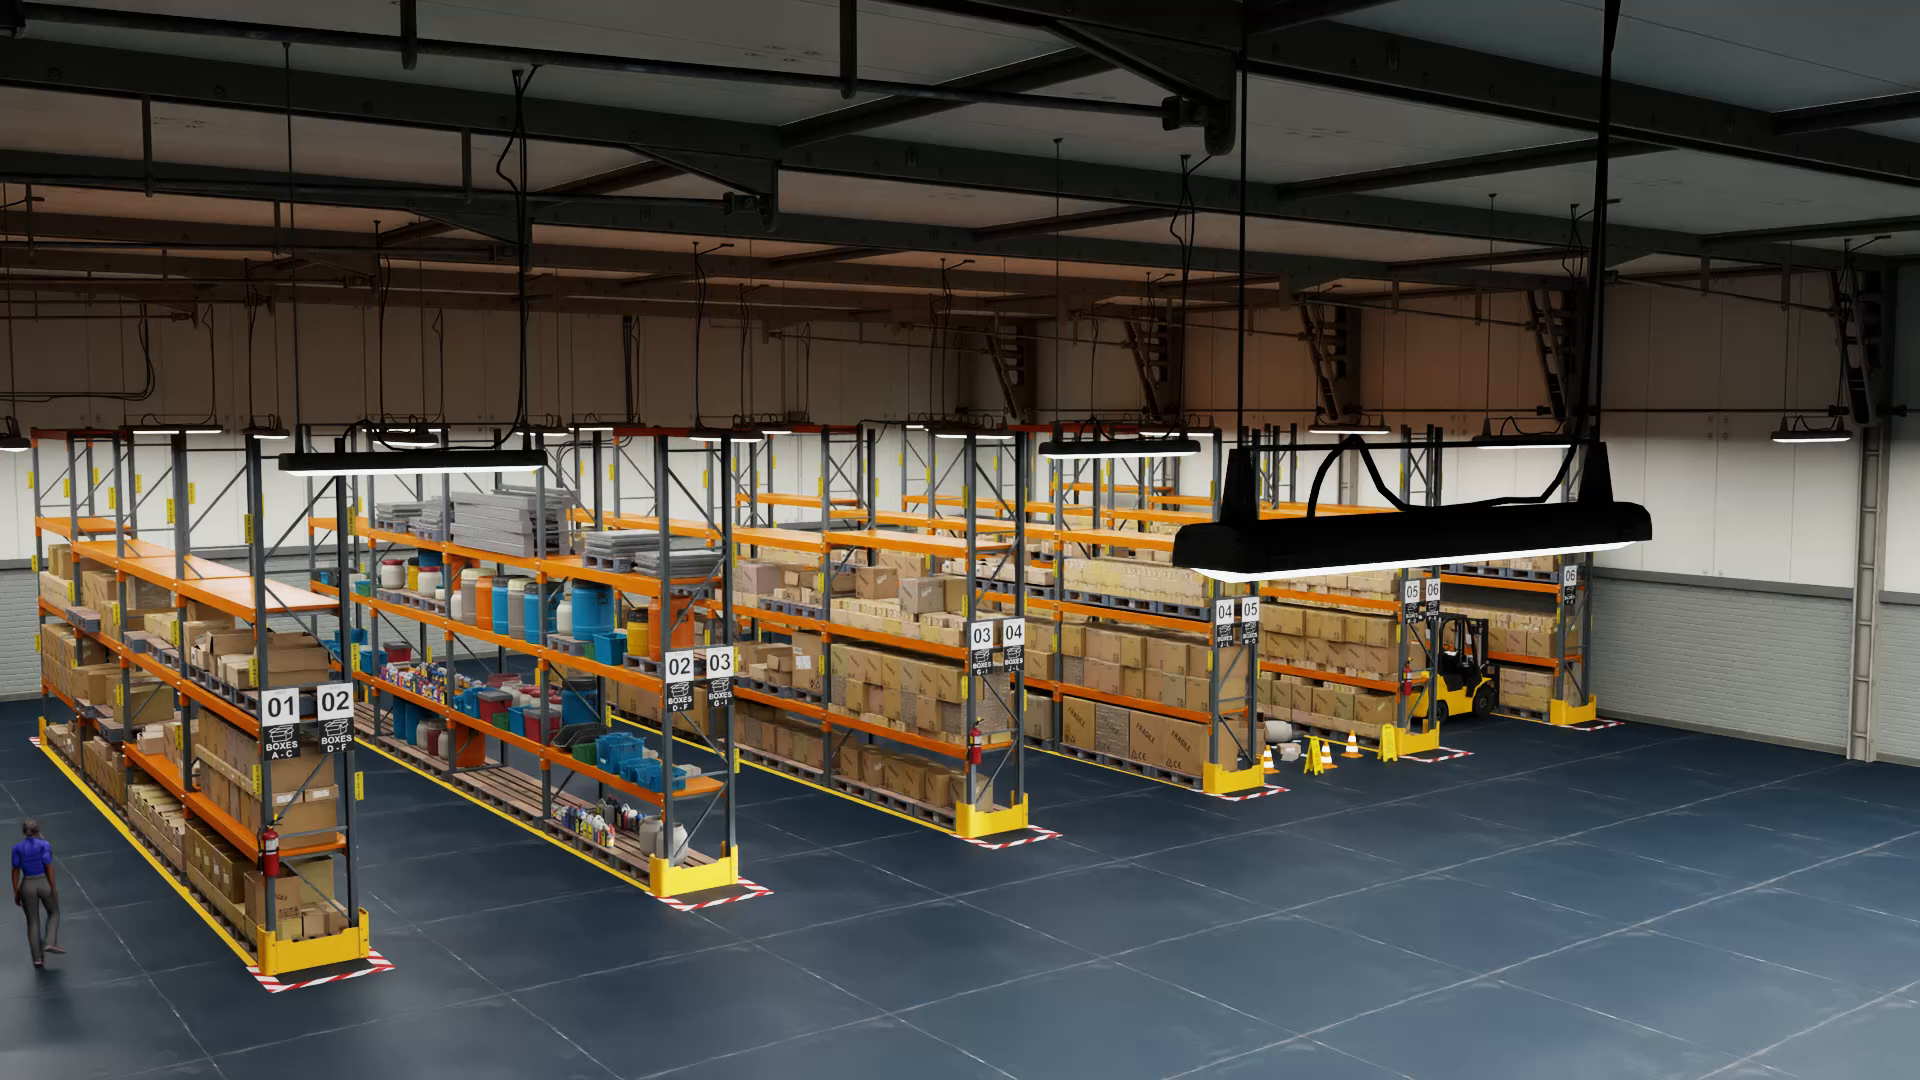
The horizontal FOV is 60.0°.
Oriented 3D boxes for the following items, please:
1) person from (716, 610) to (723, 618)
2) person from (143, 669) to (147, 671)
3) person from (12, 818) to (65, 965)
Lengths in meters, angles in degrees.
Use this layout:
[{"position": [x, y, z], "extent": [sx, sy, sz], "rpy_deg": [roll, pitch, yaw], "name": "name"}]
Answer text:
[{"position": [-6.061, 2.190, 41.641], "extent": [0.635, 1.753, 0.902], "rpy_deg": [3, 5, 33], "name": "person"}, {"position": [-16.631, 2.830, 34.145], "extent": [0.479, 1.617, 0.838], "rpy_deg": [-4, 6, -39], "name": "person"}, {"position": [-10.543, 4.008, 19.007], "extent": [0.507, 1.646, 0.456], "rpy_deg": [-2, 5, -26], "name": "person"}]
